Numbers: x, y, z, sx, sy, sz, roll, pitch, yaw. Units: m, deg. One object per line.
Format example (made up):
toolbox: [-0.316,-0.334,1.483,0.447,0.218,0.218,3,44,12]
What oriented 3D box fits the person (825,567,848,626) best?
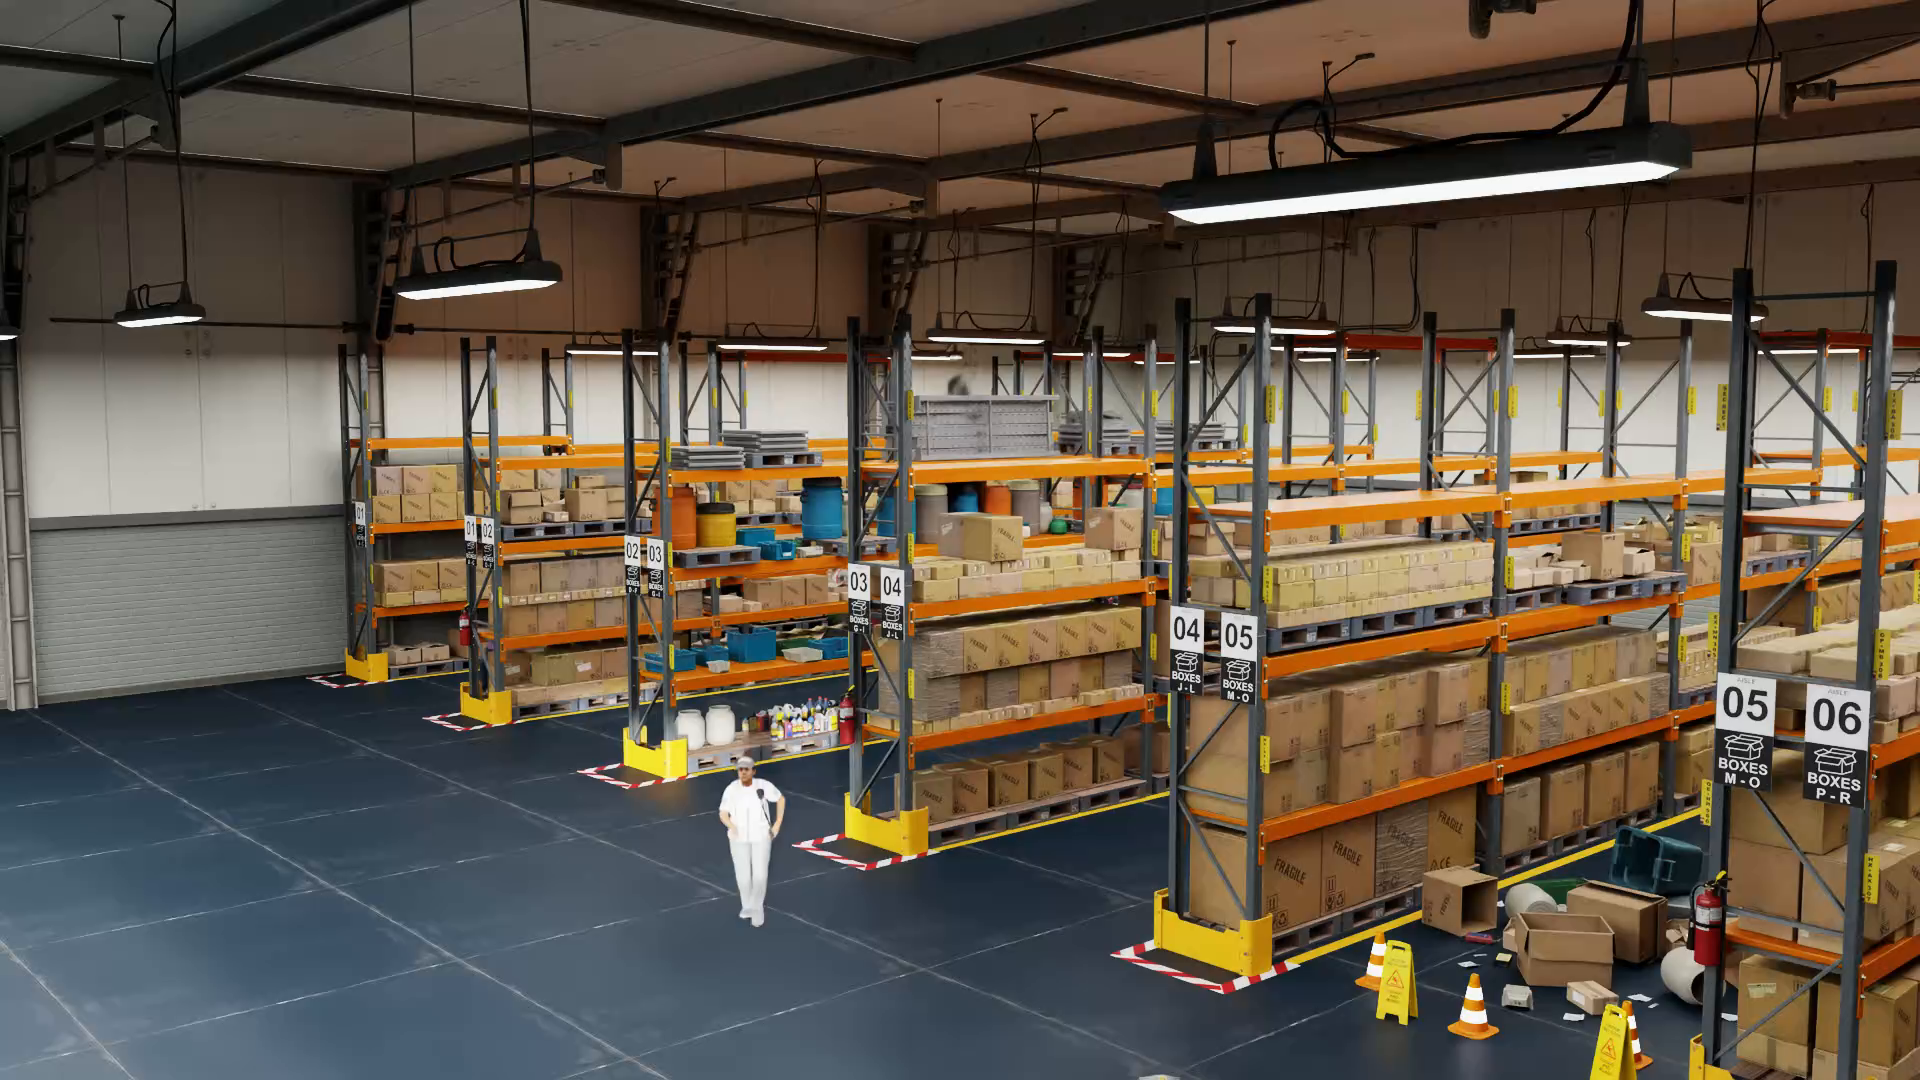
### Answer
person: [-2.573,1.220,34.126,0.748,1.825,0.659,-5,7,-45]

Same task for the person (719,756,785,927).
person: [-2.024,2.916,16.112,0.614,1.652,0.653,0,5,0]

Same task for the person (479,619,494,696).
person: [-7.845,1.857,28.077,0.753,1.623,0.586,-4,7,-40]

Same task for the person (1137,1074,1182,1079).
person: [1.042,3.568,8.580,0.530,1.657,0.587,1,5,9]
